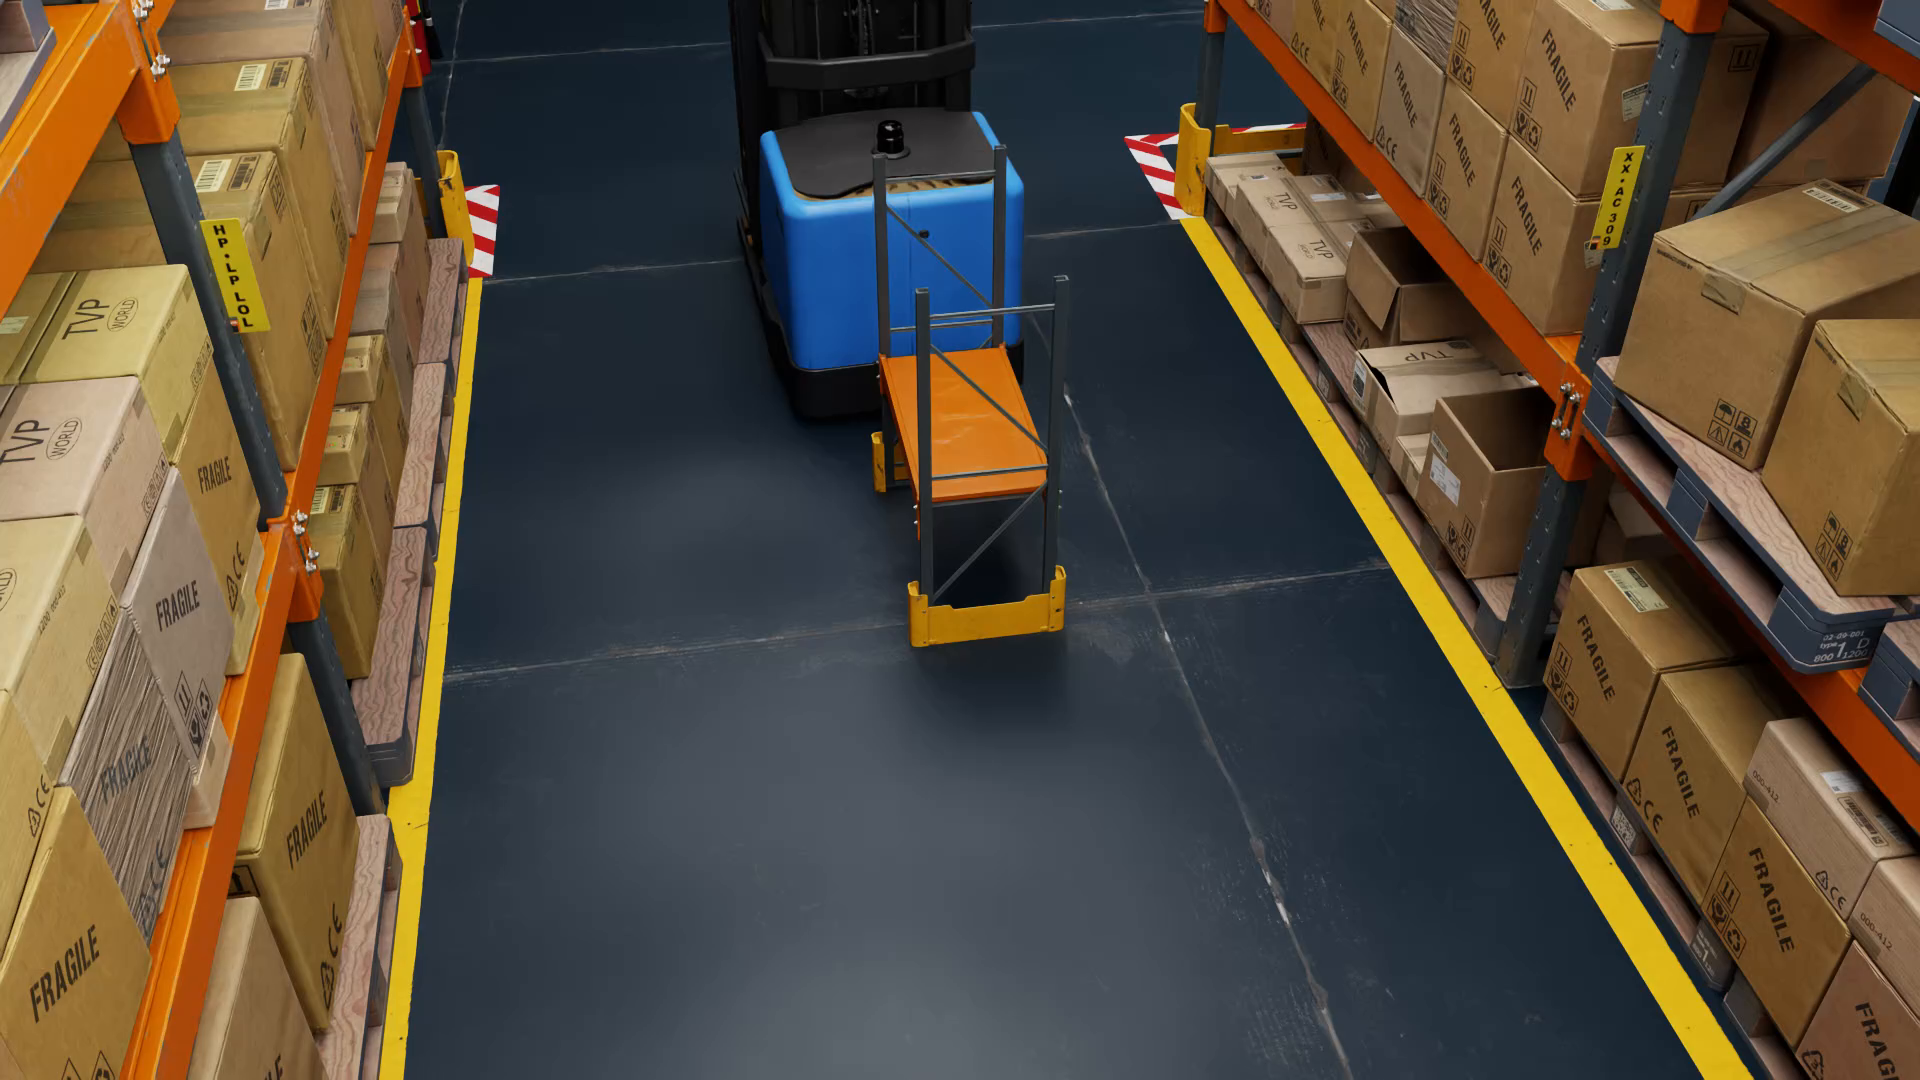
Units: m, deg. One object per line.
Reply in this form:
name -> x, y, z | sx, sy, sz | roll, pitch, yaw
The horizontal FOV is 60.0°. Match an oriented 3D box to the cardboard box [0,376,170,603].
cardboard box -> -1.995, -0.087, 3.465 | 0.500, 0.250, 0.500 | -5, 38, -7

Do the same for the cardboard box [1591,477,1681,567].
cardboard box -> 2.607, -0.114, 6.285 | 0.500, 0.311, 0.500 | -6, 38, -8

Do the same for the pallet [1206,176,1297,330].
pallet -> 1.920, -1.513, 8.525 | 1.003, 0.211, 1.213 | -6, 38, -8

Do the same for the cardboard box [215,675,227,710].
cardboard box -> -2.002, 0.386, 3.997 | 0.380, 0.149, 0.250 | -5, 38, -7

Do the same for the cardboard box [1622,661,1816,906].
cardboard box -> 2.417, 0.728, 5.047 | 0.500, 0.500, 0.500 | -6, 38, -7

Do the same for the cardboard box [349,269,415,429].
cardboard box -> -2.712, -0.767, 6.987 | 0.700, 0.500, 0.500 | -7, 38, -9

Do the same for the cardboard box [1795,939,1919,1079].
cardboard box -> 2.585, 1.336, 4.265 | 0.500, 0.500, 0.500 | -8, 38, -10

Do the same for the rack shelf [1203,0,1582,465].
rack shelf -> 2.117, -1.649, 7.014 | 1.077, 0.370, 4.000 | -6, 38, -8

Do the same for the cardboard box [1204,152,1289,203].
cardboard box -> 1.501, -1.899, 8.715 | 0.380, 0.149, 0.250 | -6, 38, -8

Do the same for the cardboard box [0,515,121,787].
cardboard box -> -1.906, 0.221, 3.068 | 0.500, 0.250, 0.500 | -6, 38, -7

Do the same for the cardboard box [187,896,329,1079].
cardboard box -> -2.008, 1.408, 3.902 | 0.750, 0.750, 0.750 | -5, 38, -7

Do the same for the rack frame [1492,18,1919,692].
rack frame -> 2.467, -0.725, 5.238 | 1.000, 3.000, 0.127 | -6, 38, -8

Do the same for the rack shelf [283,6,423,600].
rack shelf -> -2.760, -1.114, 6.325 | 1.077, 0.370, 4.000 | -6, 38, -8

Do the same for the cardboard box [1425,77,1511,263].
cardboard box -> 2.035, -1.350, 5.962 | 0.500, 0.500, 0.500 | -5, 38, -7

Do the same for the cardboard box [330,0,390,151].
cardboard box -> -2.872, -1.979, 6.608 | 0.980, 0.700, 0.700 | -7, 38, -8

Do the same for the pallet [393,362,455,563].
pallet -> -2.682, -0.295, 6.958 | 1.003, 0.211, 1.213 | -6, 38, -8

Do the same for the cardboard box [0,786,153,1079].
cardboard box -> -1.808, 0.809, 2.923 | 0.500, 0.500, 0.500 | -5, 38, -7

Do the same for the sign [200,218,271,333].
sign -> -1.876, -0.680, 4.302 | 0.100, 0.325, 0.005 | -6, 38, -8

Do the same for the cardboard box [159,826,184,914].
cardboard box -> -1.921, 0.694, 3.600 | 0.380, 0.149, 0.250 | -6, 38, -8

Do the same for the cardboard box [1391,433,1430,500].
cardboard box -> 1.963, -0.307, 6.665 | 0.380, 0.149, 0.250 | -6, 38, -8

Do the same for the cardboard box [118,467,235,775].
cardboard box -> -1.981, 0.204, 3.702 | 0.500, 0.500, 0.500 | -6, 38, -8

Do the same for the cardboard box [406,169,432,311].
cardboard box -> -2.889, -1.373, 7.767 | 0.700, 0.500, 0.500 | -6, 38, -8

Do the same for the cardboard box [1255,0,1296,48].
cardboard box -> 1.680, -2.573, 7.536 | 0.500, 0.500, 0.500 | -7, 38, -8

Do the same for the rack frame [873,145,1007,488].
rack frame -> -0.074, -0.848, 6.619 | 0.500, 1.500, 0.032 | -6, 38, -8

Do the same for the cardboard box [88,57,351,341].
cardboard box -> -2.611, -1.079, 5.450 | 0.980, 0.700, 0.700 | -7, 38, -9

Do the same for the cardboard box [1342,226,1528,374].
cardboard box -> 2.133, -1.047, 7.329 | 0.797, 0.503, 0.637 | -6, 38, -8

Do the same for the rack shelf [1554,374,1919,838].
rack shelf -> 2.818, 0.767, 3.904 | 1.077, 0.370, 4.000 | -6, 38, -8

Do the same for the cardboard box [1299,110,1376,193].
cardboard box -> 2.104, -2.026, 8.592 | 0.500, 0.500, 0.500 | -6, 38, -8

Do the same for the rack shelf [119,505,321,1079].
rack shelf -> -2.058, 1.302, 3.216 | 1.077, 0.370, 4.000 | -6, 38, -8

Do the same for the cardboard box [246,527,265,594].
cardboard box -> -2.071, 0.075, 4.397 | 0.380, 0.149, 0.250 | -6, 38, -8

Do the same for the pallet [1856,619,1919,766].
pallet -> 2.823, 0.592, 3.699 | 1.003, 0.211, 1.213 | -6, 38, -8

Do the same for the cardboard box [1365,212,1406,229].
cardboard box -> 2.241, -1.350, 7.926 | 0.500, 0.250, 0.500 | -6, 38, -8

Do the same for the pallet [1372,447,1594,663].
pallet -> 2.348, -0.039, 6.628 | 1.003, 0.211, 1.213 | -6, 38, -8

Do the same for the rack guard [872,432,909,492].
rack guard -> -0.074, -0.353, 7.001 | 0.587, 0.250, 0.087 | -6, 38, -8

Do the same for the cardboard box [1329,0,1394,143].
cardboard box -> 1.851, -1.968, 6.756 | 0.500, 0.500, 0.500 | -6, 38, -7

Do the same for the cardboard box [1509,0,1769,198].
cardboard box -> 2.124, -1.437, 5.258 | 0.500, 0.500, 0.500 | -6, 38, -8

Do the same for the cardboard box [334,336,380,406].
cardboard box -> -2.411, -0.629, 6.282 | 0.380, 0.149, 0.250 | -7, 38, -9

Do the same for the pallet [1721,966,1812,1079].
pallet -> 2.864, 1.602, 4.516 | 1.003, 0.211, 1.213 | -6, 38, -8

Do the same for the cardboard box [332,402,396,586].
cardboard box -> -2.524, -0.135, 6.174 | 0.700, 0.500, 0.500 | -7, 38, -8

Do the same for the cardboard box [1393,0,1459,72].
cardboard box -> 1.943, -2.051, 6.048 | 0.500, 0.500, 0.500 | -6, 38, -8

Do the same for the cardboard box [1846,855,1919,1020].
cardboard box -> 2.576, 1.017, 4.063 | 0.500, 0.250, 0.500 | -7, 38, -9

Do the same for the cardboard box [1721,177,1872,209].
cardboard box -> 2.646, -1.102, 5.642 | 0.500, 0.500, 0.500 | -5, 38, -7

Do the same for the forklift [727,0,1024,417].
forklift -> -0.546, -2.604, 7.713 | 1.130, 2.935, 3.031 | -8, 39, -10

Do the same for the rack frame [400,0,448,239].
rack frame -> -3.110, -2.606, 7.660 | 1.000, 3.000, 0.127 | -6, 38, -8

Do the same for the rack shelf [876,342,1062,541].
rack shelf -> 0.015, -0.399, 6.334 | 0.538, 0.185, 1.000 | -6, 38, -8

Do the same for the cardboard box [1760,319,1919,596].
cardboard box -> 2.513, -0.212, 4.154 | 0.700, 0.500, 0.500 | -1, 38, -1

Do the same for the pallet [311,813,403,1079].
pallet -> -2.199, 1.369, 4.816 | 1.003, 0.211, 1.213 | -6, 38, -8

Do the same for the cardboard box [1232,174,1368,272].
cardboard box -> 1.670, -1.568, 8.206 | 0.500, 0.250, 0.500 | -6, 38, -8

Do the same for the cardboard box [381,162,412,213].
cardboard box -> -2.687, -1.571, 7.494 | 0.380, 0.149, 0.250 | -7, 38, -8

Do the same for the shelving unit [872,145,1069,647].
shelving unit -> 0.013, -0.546, 6.231 | 0.587, 1.500, 1.083 | -6, 38, -8

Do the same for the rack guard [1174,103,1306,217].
rack guard -> 1.779, -2.108, 9.056 | 1.175, 0.500, 0.348 | -6, 38, -8
